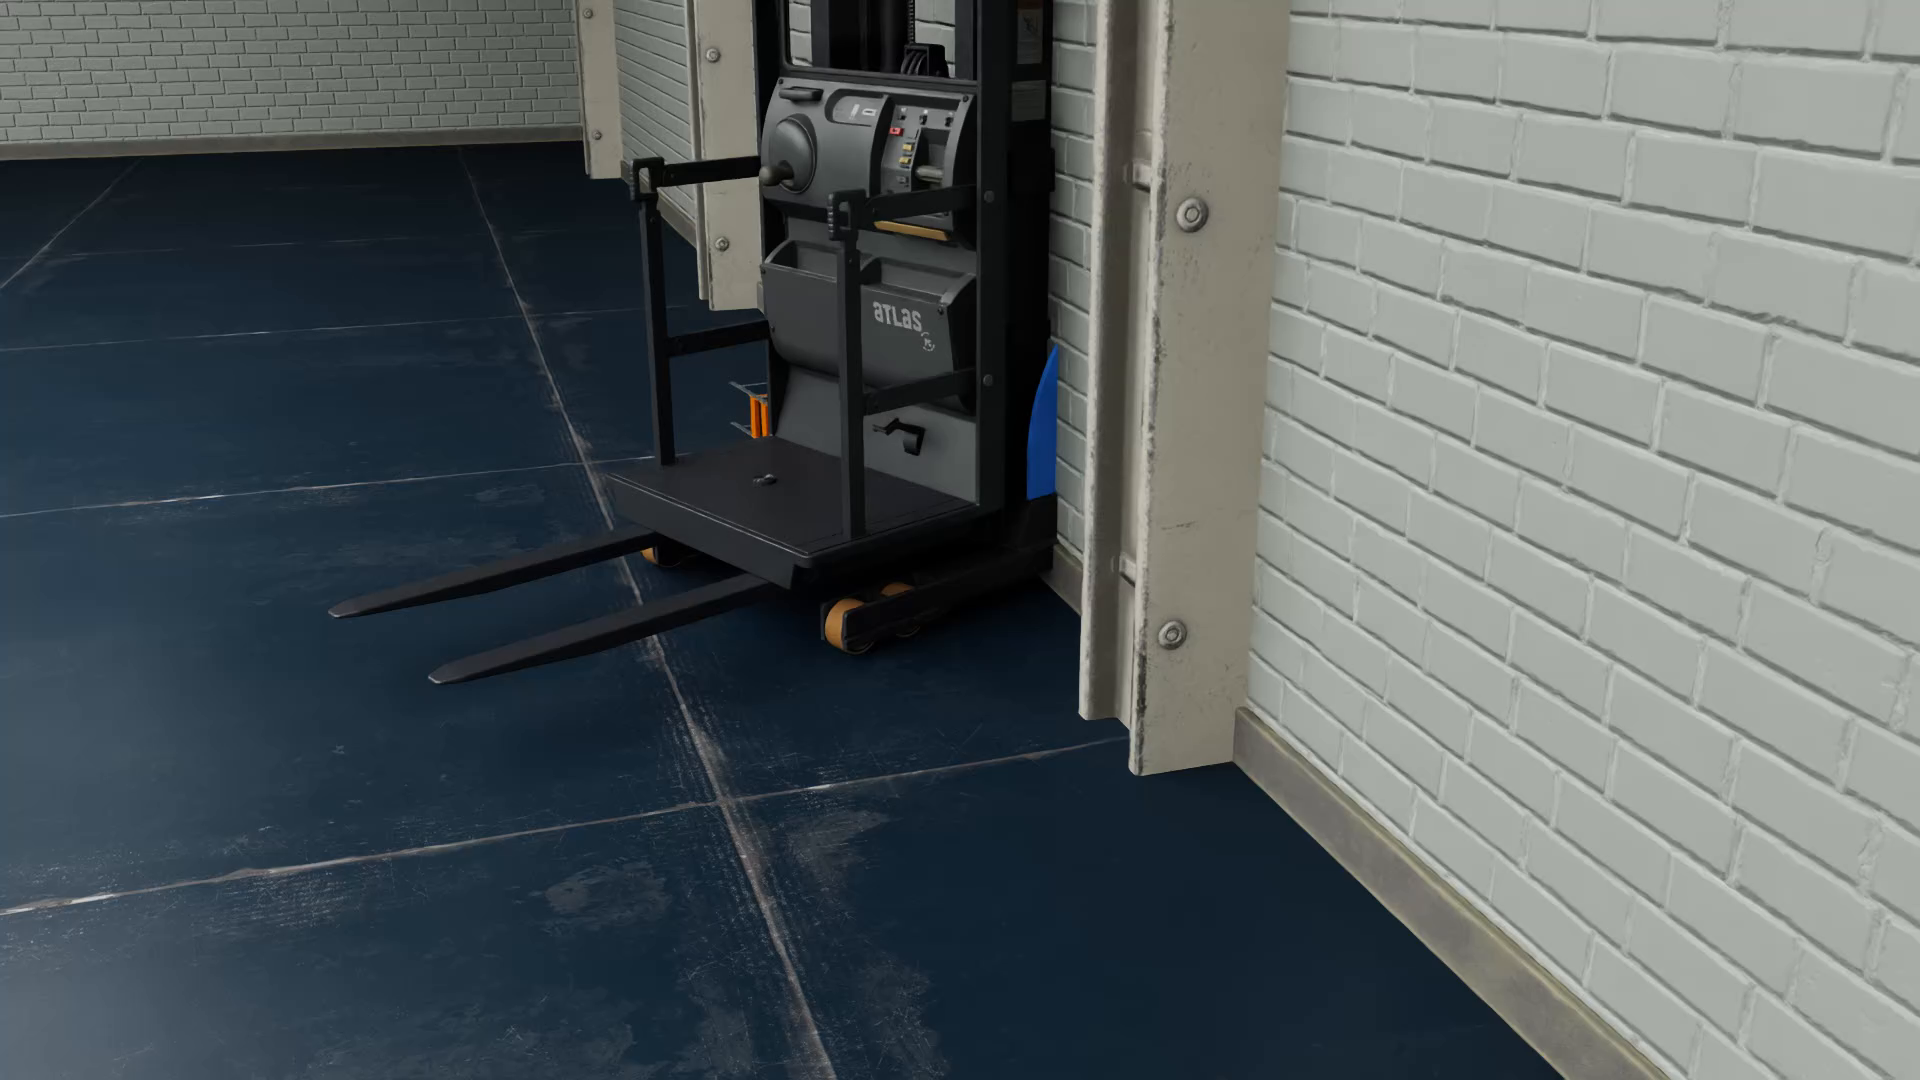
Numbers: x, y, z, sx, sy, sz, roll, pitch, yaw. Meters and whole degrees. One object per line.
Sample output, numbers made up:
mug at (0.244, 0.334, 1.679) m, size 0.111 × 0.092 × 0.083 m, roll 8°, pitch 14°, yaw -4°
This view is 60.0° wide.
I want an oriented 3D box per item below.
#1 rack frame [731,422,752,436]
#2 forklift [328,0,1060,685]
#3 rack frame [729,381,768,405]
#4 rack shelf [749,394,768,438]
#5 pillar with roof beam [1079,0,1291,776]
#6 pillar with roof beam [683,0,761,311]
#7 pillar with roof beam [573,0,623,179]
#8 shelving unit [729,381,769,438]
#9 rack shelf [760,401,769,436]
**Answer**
rack frame at (-0.614, -0.359, 6.899) m, size 0.240 × 0.006 × 1.200 m, roll -11°, pitch 22°, yaw -27°
forklift at (-0.455, -1.235, 5.020) m, size 3.031 × 2.935 × 1.130 m, roll -18°, pitch 26°, yaw -40°
rack frame at (-0.614, -0.531, 6.837) m, size 0.240 × 0.006 × 1.200 m, roll -11°, pitch 22°, yaw -27°
rack shelf at (-0.767, -0.538, 7.128) m, size 0.258 × 0.180 × 0.103 m, roll -11°, pitch 22°, yaw -27°
pillar with roof beam at (-3.553, -3.255, 1.667) m, size 9.100 × 9.000 × 0.400 m, roll -6°, pitch 21°, yaw -17°
pillar with roof beam at (-5.439, -5.181, 7.028) m, size 9.100 × 9.000 × 0.400 m, roll -6°, pitch 21°, yaw -17°
pillar with roof beam at (-7.325, -7.106, 12.388) m, size 9.100 × 9.000 × 0.400 m, roll -6°, pitch 21°, yaw -17°
shelving unit at (-0.614, -0.445, 6.868) m, size 0.258 × 0.189 × 1.200 m, roll -11°, pitch 22°, yaw -27°
rack shelf at (-0.709, -0.502, 7.029) m, size 0.258 × 0.180 × 0.103 m, roll -11°, pitch 22°, yaw -27°
